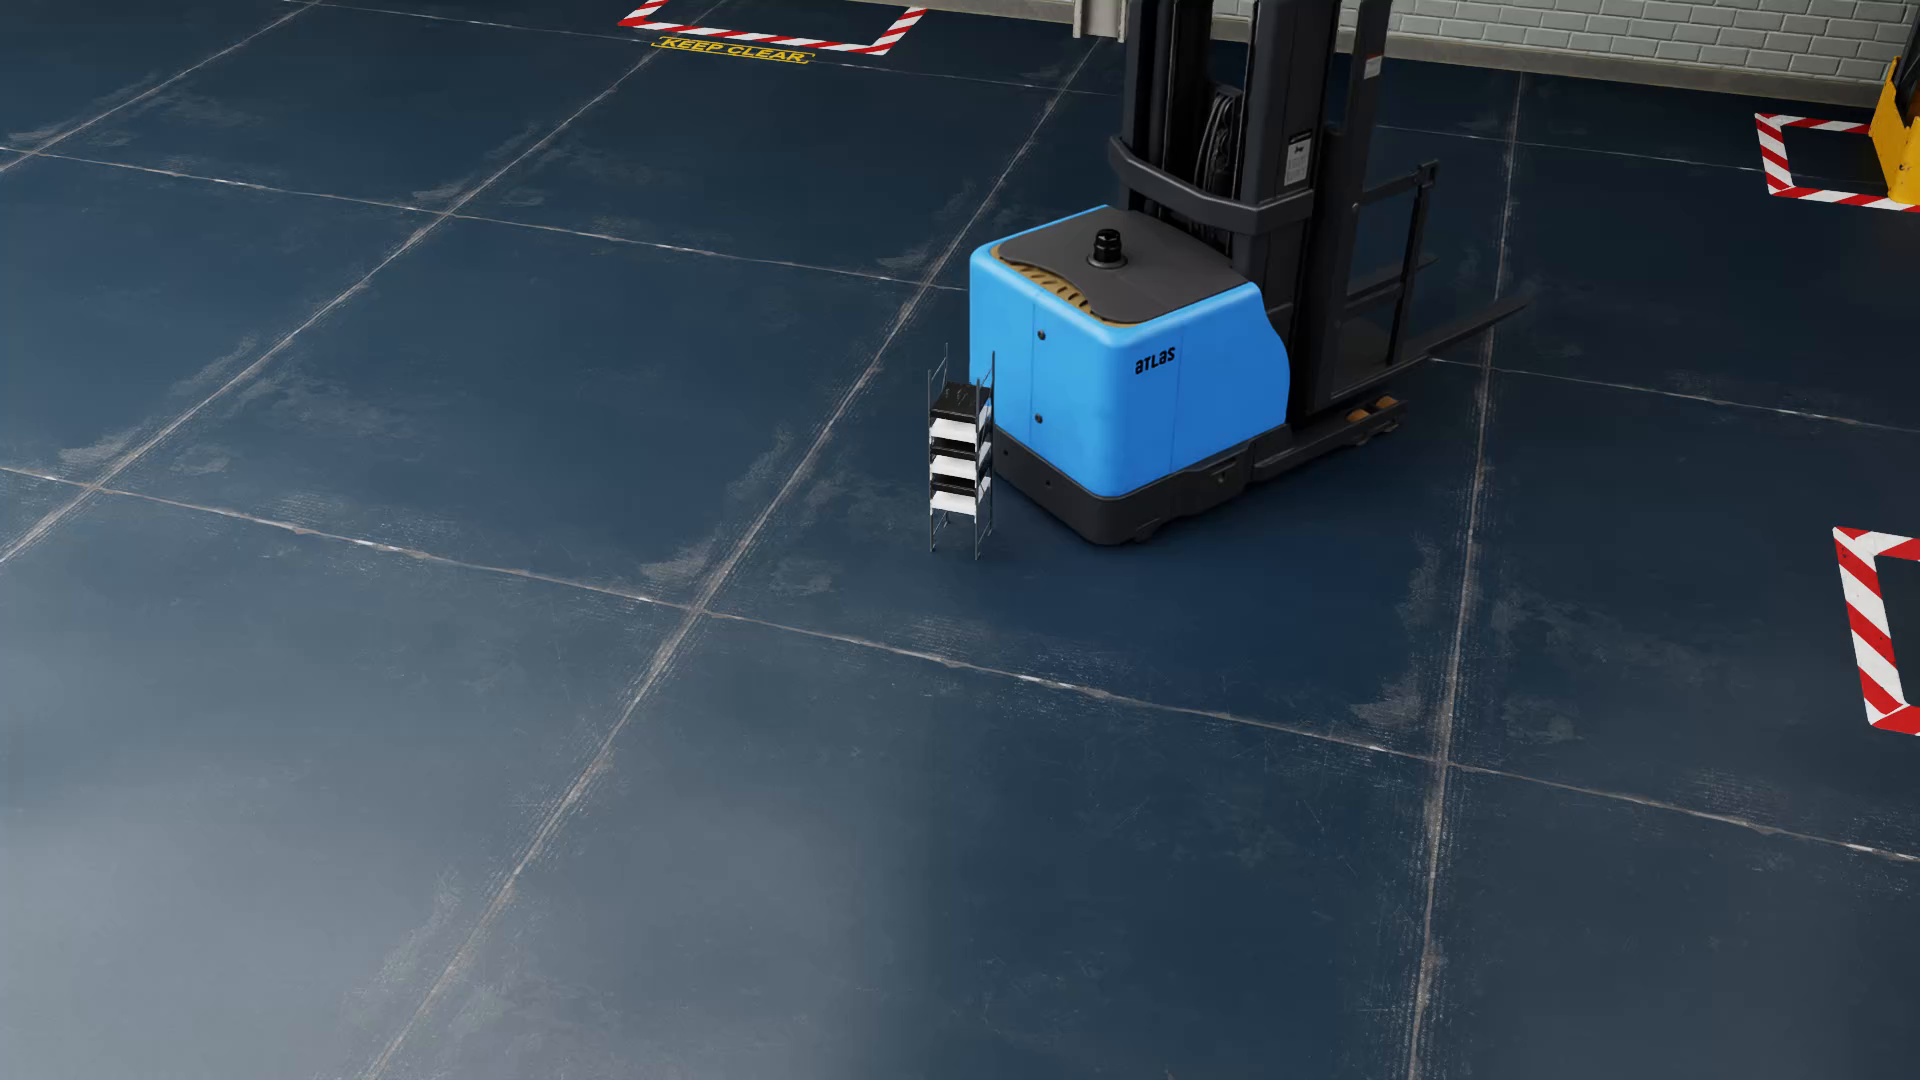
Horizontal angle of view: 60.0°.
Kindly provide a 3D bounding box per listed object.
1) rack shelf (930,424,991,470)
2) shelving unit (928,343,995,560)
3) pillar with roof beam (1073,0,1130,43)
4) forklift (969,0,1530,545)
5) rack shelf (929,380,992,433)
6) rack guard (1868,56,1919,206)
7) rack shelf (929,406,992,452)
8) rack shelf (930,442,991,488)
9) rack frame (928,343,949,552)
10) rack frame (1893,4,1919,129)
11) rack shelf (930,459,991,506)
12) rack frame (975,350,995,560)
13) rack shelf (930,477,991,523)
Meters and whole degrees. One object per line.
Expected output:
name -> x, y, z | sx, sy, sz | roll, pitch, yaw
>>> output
rack shelf -> 0.008, -0.407, 6.948 | 0.200, 0.077, 0.258 | 10, 38, 14
shelving unit -> 0.008, -0.361, 6.981 | 0.210, 0.900, 0.258 | 10, 38, 14
pillar with roof beam -> -0.215, -4.963, 6.401 | 0.400, 9.000, 9.100 | 10, 38, 14
forklift -> 1.515, -1.858, 7.301 | 3.031, 2.935, 1.130 | -24, 42, -29
rack shelf -> 0.008, -0.552, 6.841 | 0.200, 0.077, 0.258 | 10, 38, 14
rack guard -> 5.943, -2.536, 10.274 | 0.348, 0.500, 1.175 | 10, 38, 14
rack shelf -> 0.008, -0.479, 6.894 | 0.200, 0.077, 0.258 | 10, 38, 14
rack shelf -> 0.008, -0.334, 7.001 | 0.200, 0.077, 0.258 | 10, 38, 14
rack frame -> -0.089, -0.379, 7.006 | 0.006, 0.900, 0.240 | 10, 38, 14
rack frame -> 5.870, -3.556, 9.551 | 0.127, 3.000, 1.000 | 10, 38, 14
rack shelf -> 0.008, -0.262, 7.054 | 0.200, 0.077, 0.258 | 10, 38, 14
rack frame -> 0.105, -0.343, 6.957 | 0.006, 0.900, 0.240 | 10, 38, 14
rack shelf -> 0.008, -0.189, 7.108 | 0.200, 0.077, 0.258 | 10, 38, 14
